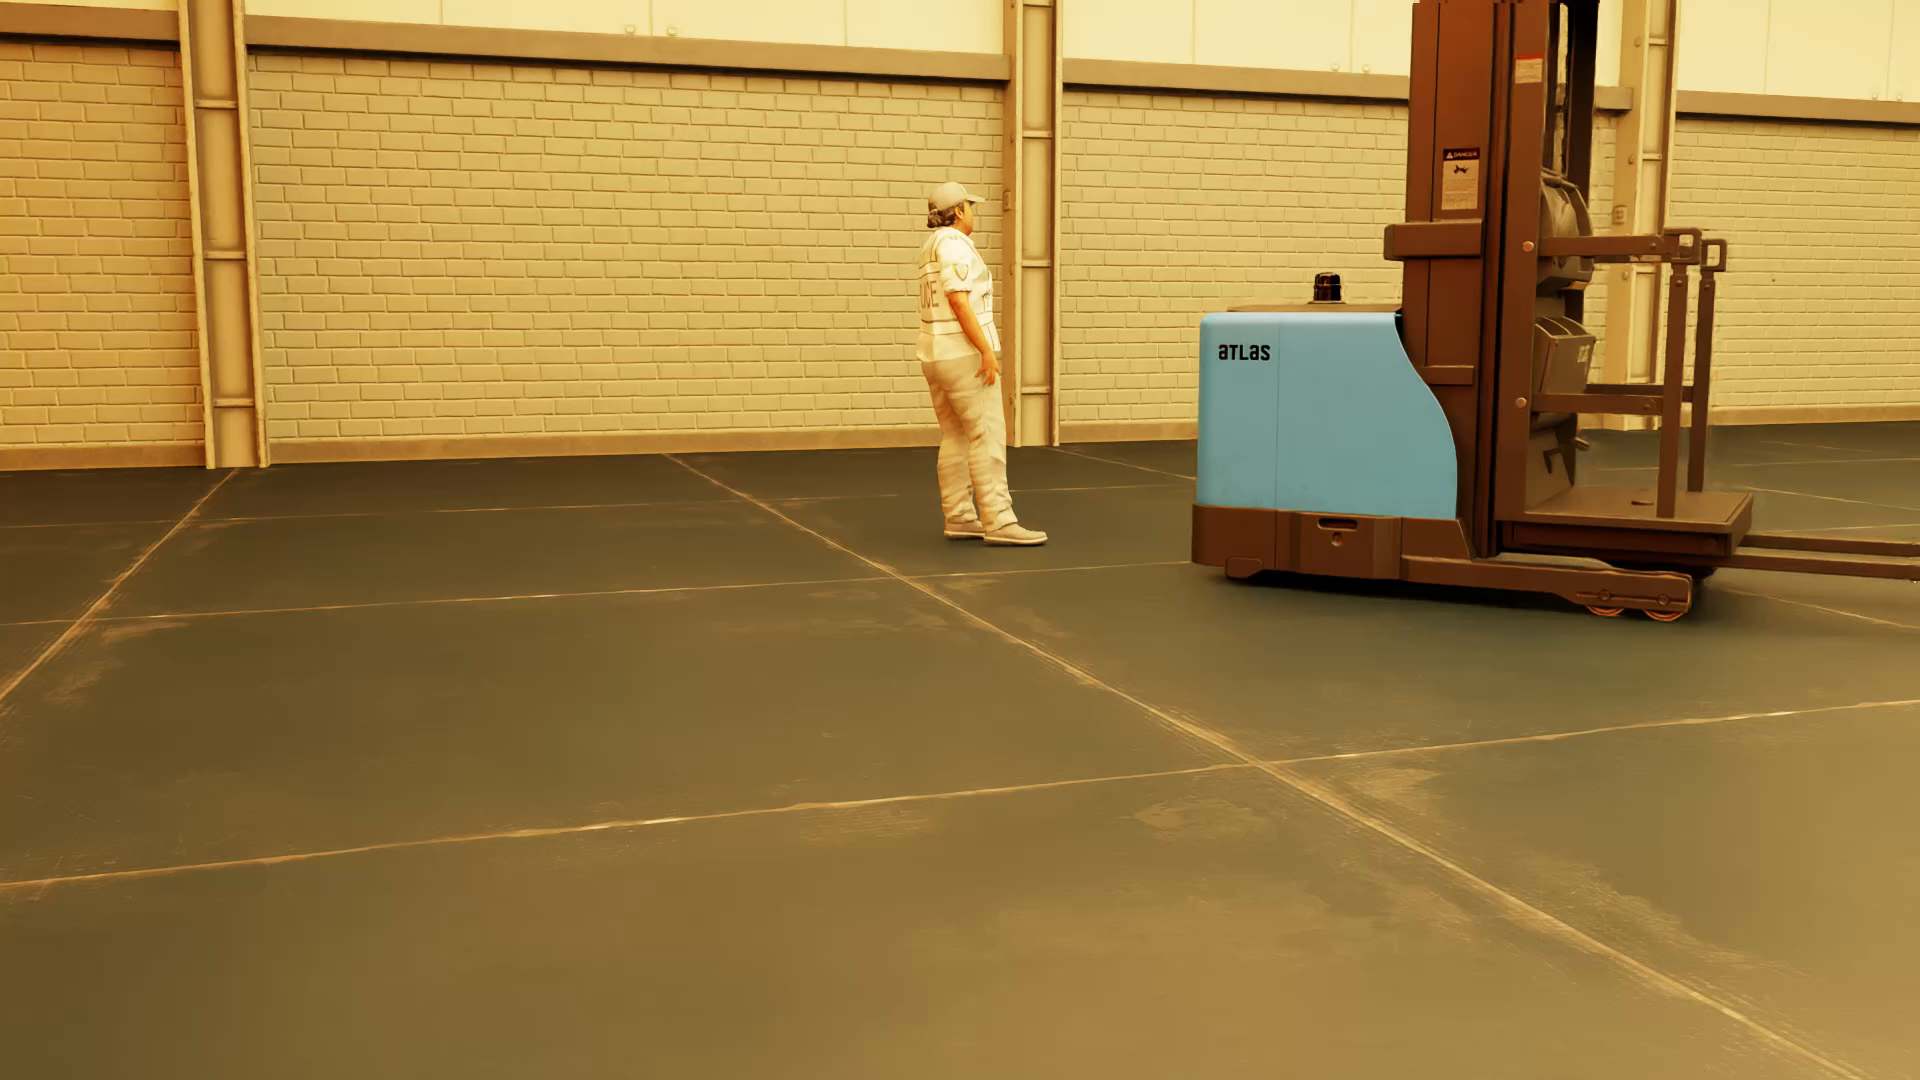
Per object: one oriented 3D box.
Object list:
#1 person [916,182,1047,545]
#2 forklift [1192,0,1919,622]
[{"bbox_3d":[0.080,-0.833,7.813,0.529,1.670,0.598,-3,8,-18],"label":"person"},{"bbox_3d":[2.478,-1.248,6.225,3.031,2.935,1.130,4,9,29],"label":"forklift"}]
